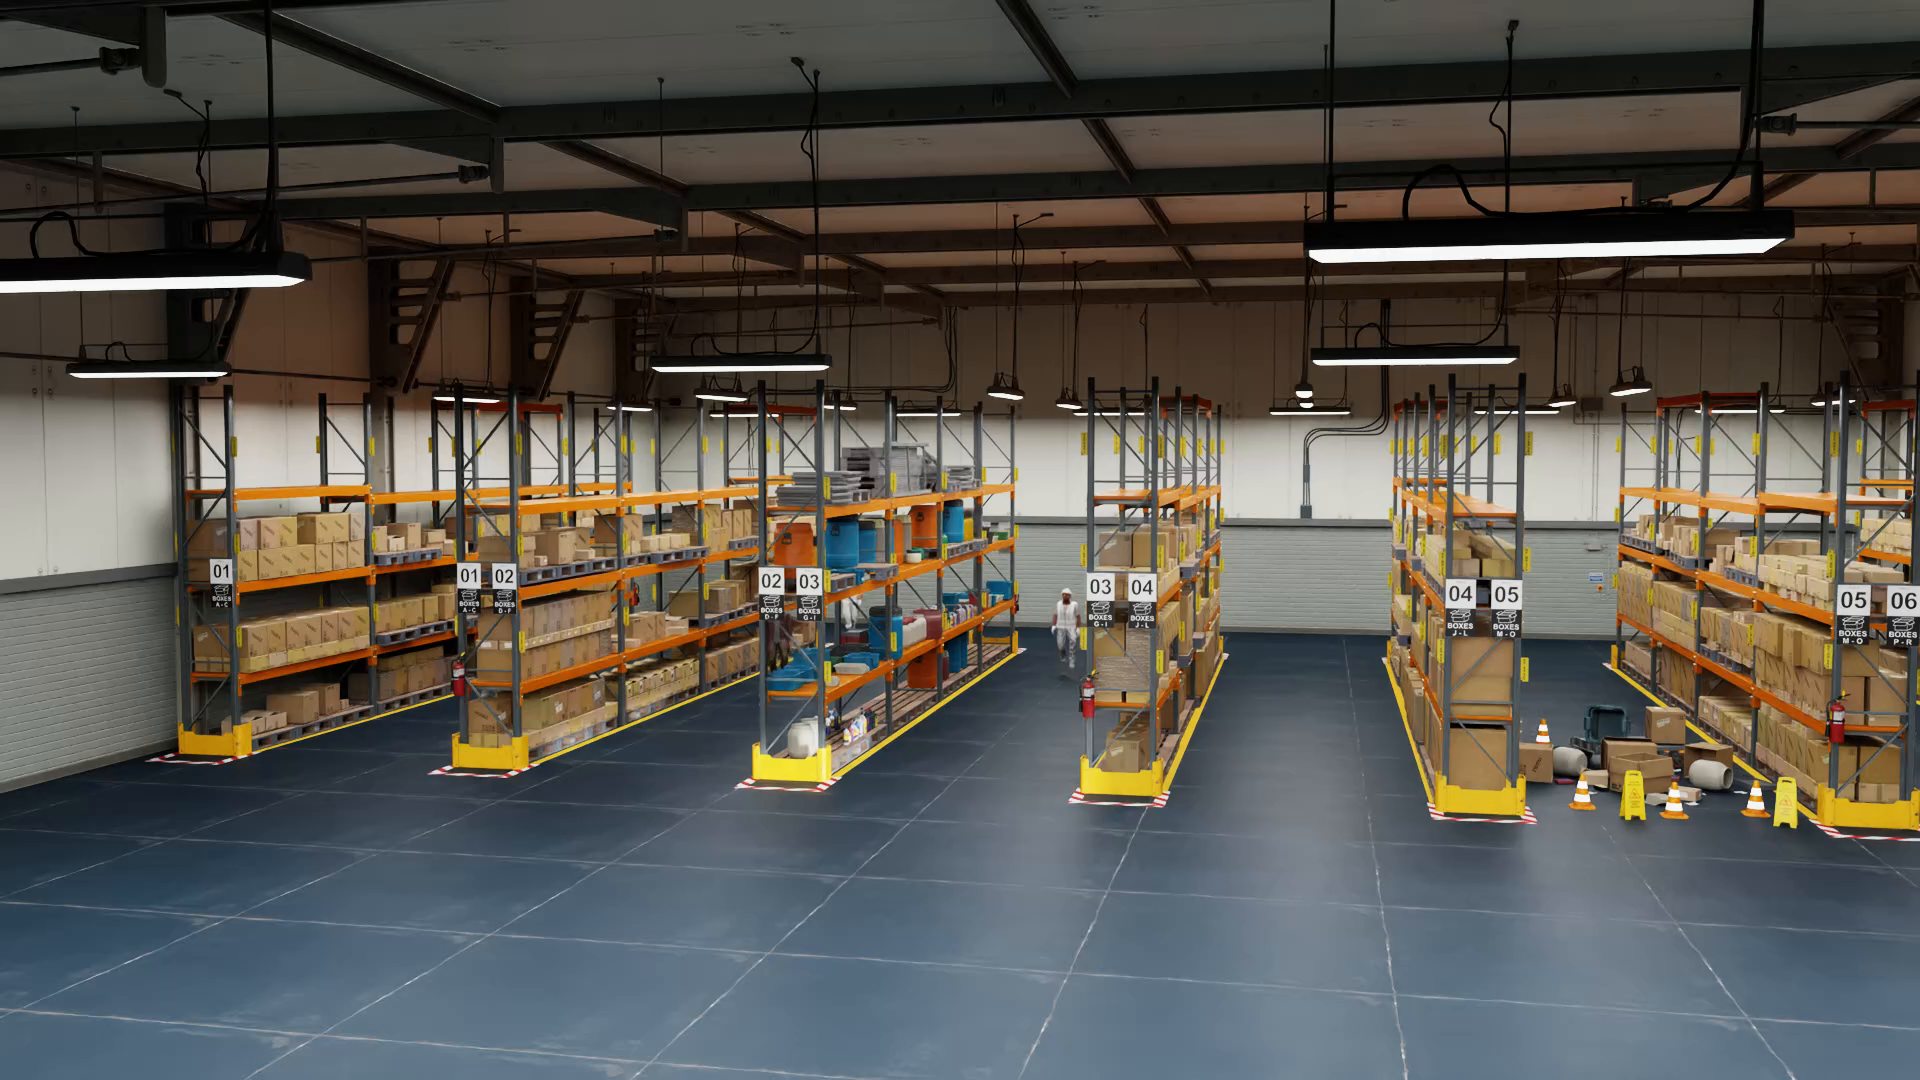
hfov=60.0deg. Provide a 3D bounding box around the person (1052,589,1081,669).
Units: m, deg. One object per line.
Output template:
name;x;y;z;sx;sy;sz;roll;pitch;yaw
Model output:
person;2.303;1.898;36.073;0.620;1.680;0.895;0;3;7

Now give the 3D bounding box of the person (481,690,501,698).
person;-9.169;2.297;32.606;0.575;1.773;0.807;-1;3;-13

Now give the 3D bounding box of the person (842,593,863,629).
person;-2.906;1.679;43.992;0.684;1.740;0.630;0;3;-4

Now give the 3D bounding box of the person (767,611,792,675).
person;-3.693;2.065;33.495;0.644;1.777;0.531;0;3;-5
